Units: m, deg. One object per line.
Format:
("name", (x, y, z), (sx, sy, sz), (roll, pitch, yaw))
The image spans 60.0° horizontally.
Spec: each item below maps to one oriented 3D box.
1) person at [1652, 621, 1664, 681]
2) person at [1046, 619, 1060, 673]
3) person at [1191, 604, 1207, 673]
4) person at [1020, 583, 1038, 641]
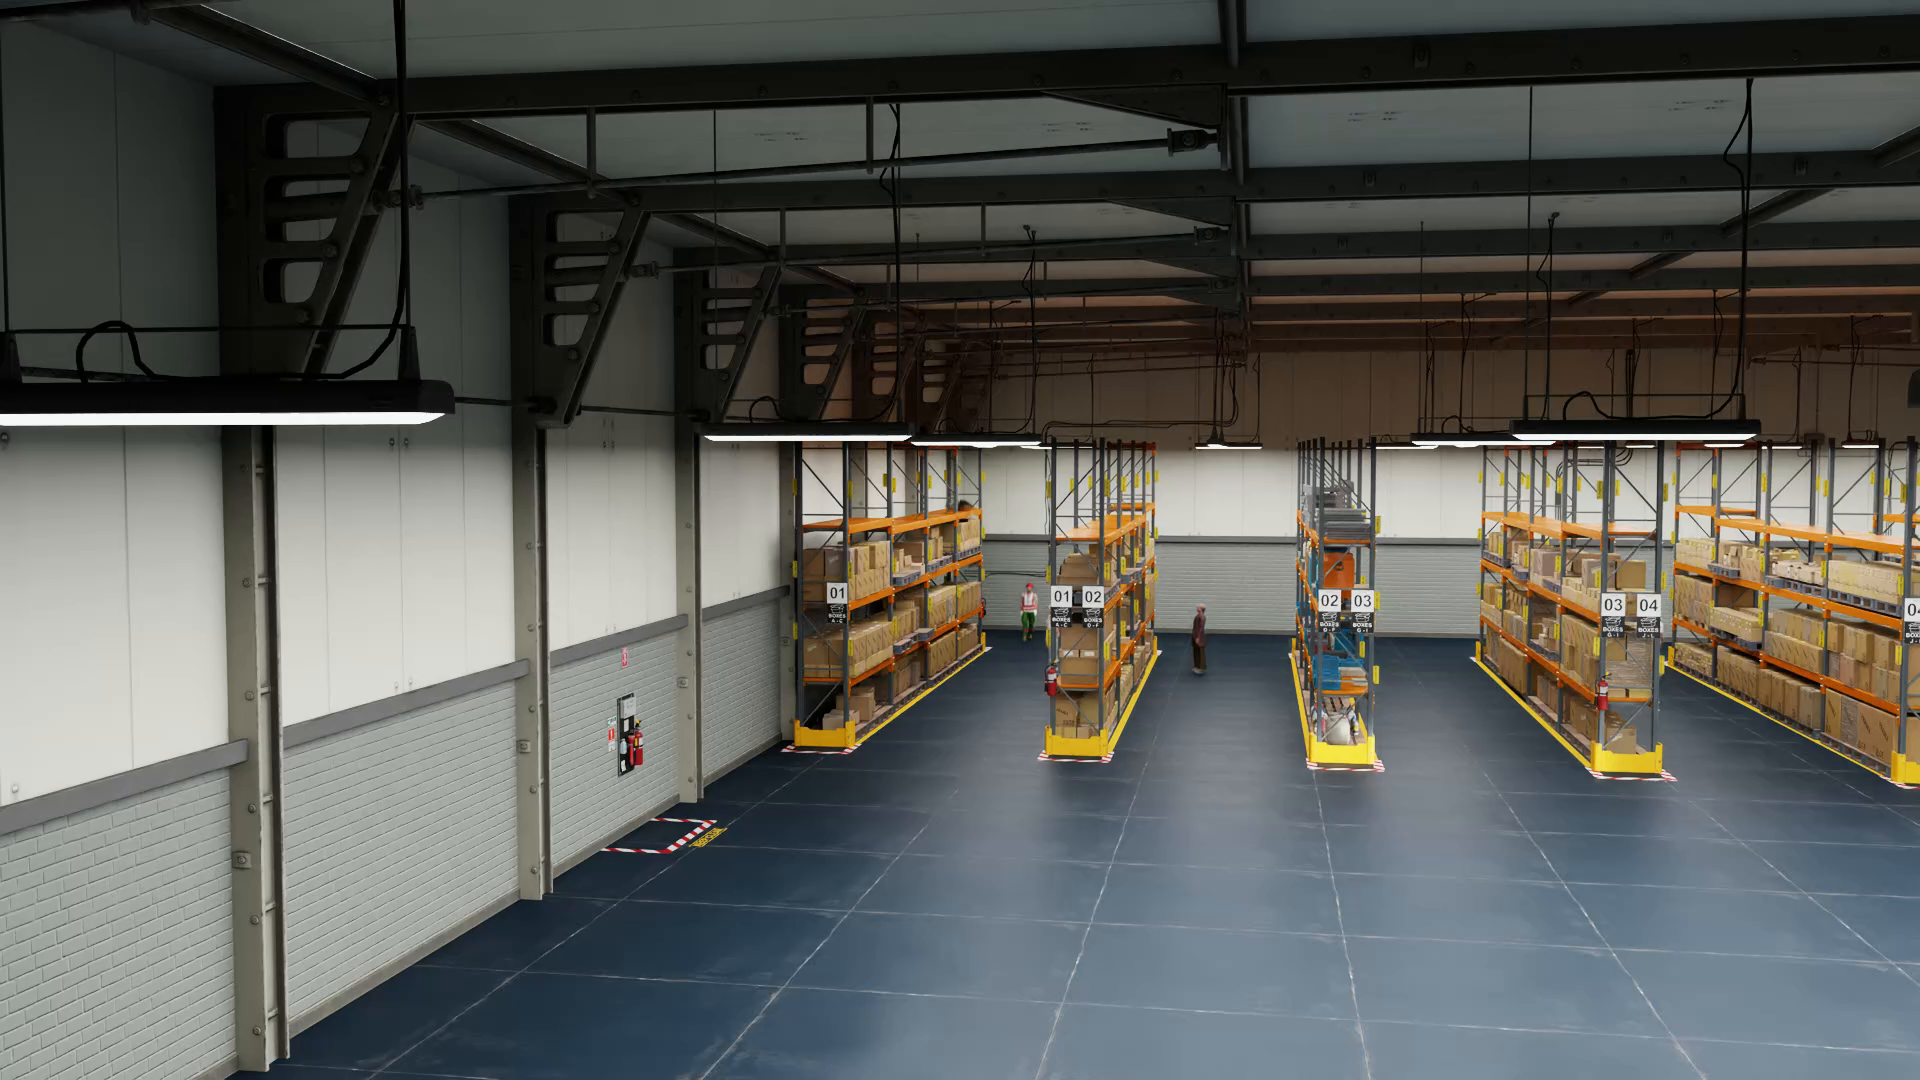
("person", (17.389, 2.629, 41.705), (0.452, 1.773, 0.581), (-1, 3, -26))
("person", (2.414, 2.540, 43.111), (0.399, 1.790, 0.597), (0, 3, -5))
("person", (6.198, 2.546, 43.240), (0.459, 1.786, 0.582), (-1, 3, -20))
("person", (2.075, 2.178, 50.266), (0.557, 1.727, 1.043), (0, 3, 6))
